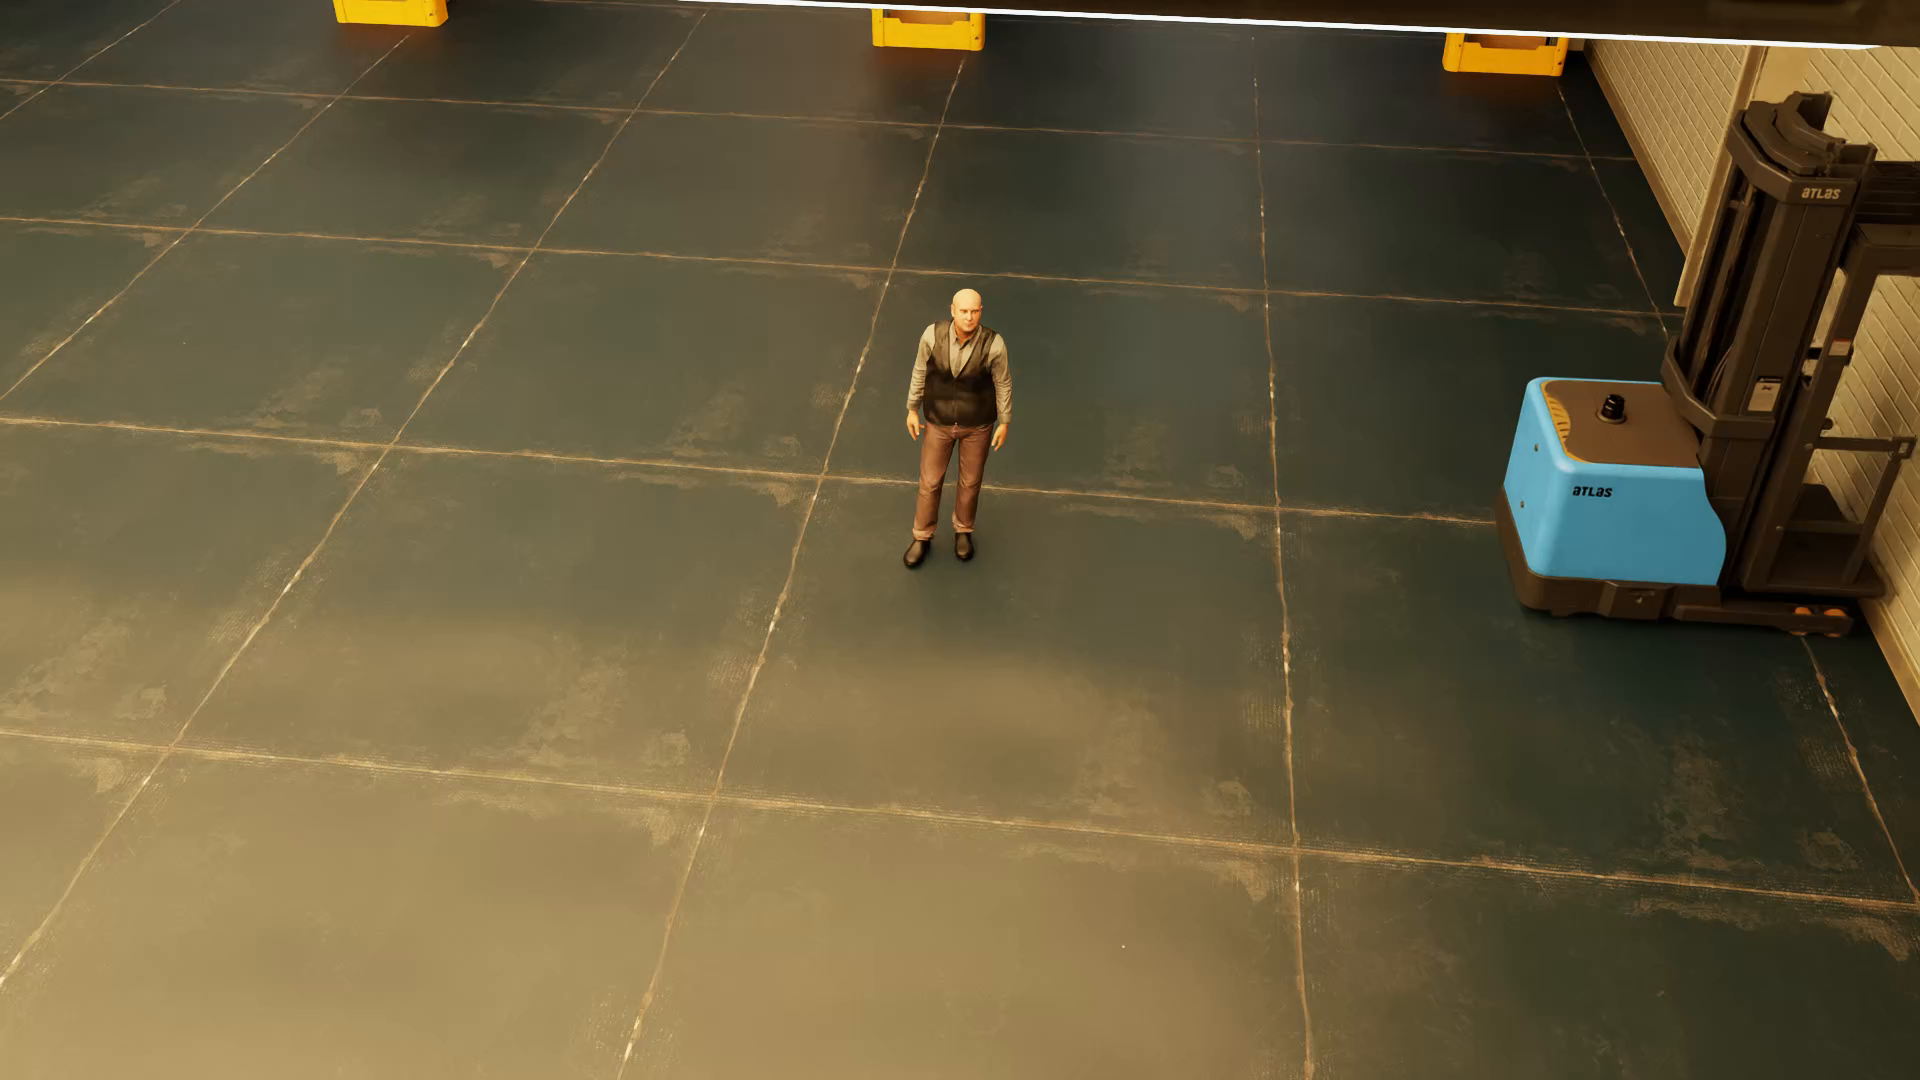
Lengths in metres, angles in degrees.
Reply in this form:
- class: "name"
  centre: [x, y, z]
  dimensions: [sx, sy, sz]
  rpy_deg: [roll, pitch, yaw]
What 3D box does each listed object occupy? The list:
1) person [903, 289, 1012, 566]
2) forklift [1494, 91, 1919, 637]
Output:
- class: "person"
  centre: [-0.015, -0.662, 9.935]
  dimensions: [0.633, 1.722, 0.566]
  rpy_deg: [4, 37, 6]
- class: "forklift"
  centre: [4.872, -0.943, 9.309]
  dimensions: [3.031, 2.935, 1.130]
  rpy_deg: [3, 37, 4]
